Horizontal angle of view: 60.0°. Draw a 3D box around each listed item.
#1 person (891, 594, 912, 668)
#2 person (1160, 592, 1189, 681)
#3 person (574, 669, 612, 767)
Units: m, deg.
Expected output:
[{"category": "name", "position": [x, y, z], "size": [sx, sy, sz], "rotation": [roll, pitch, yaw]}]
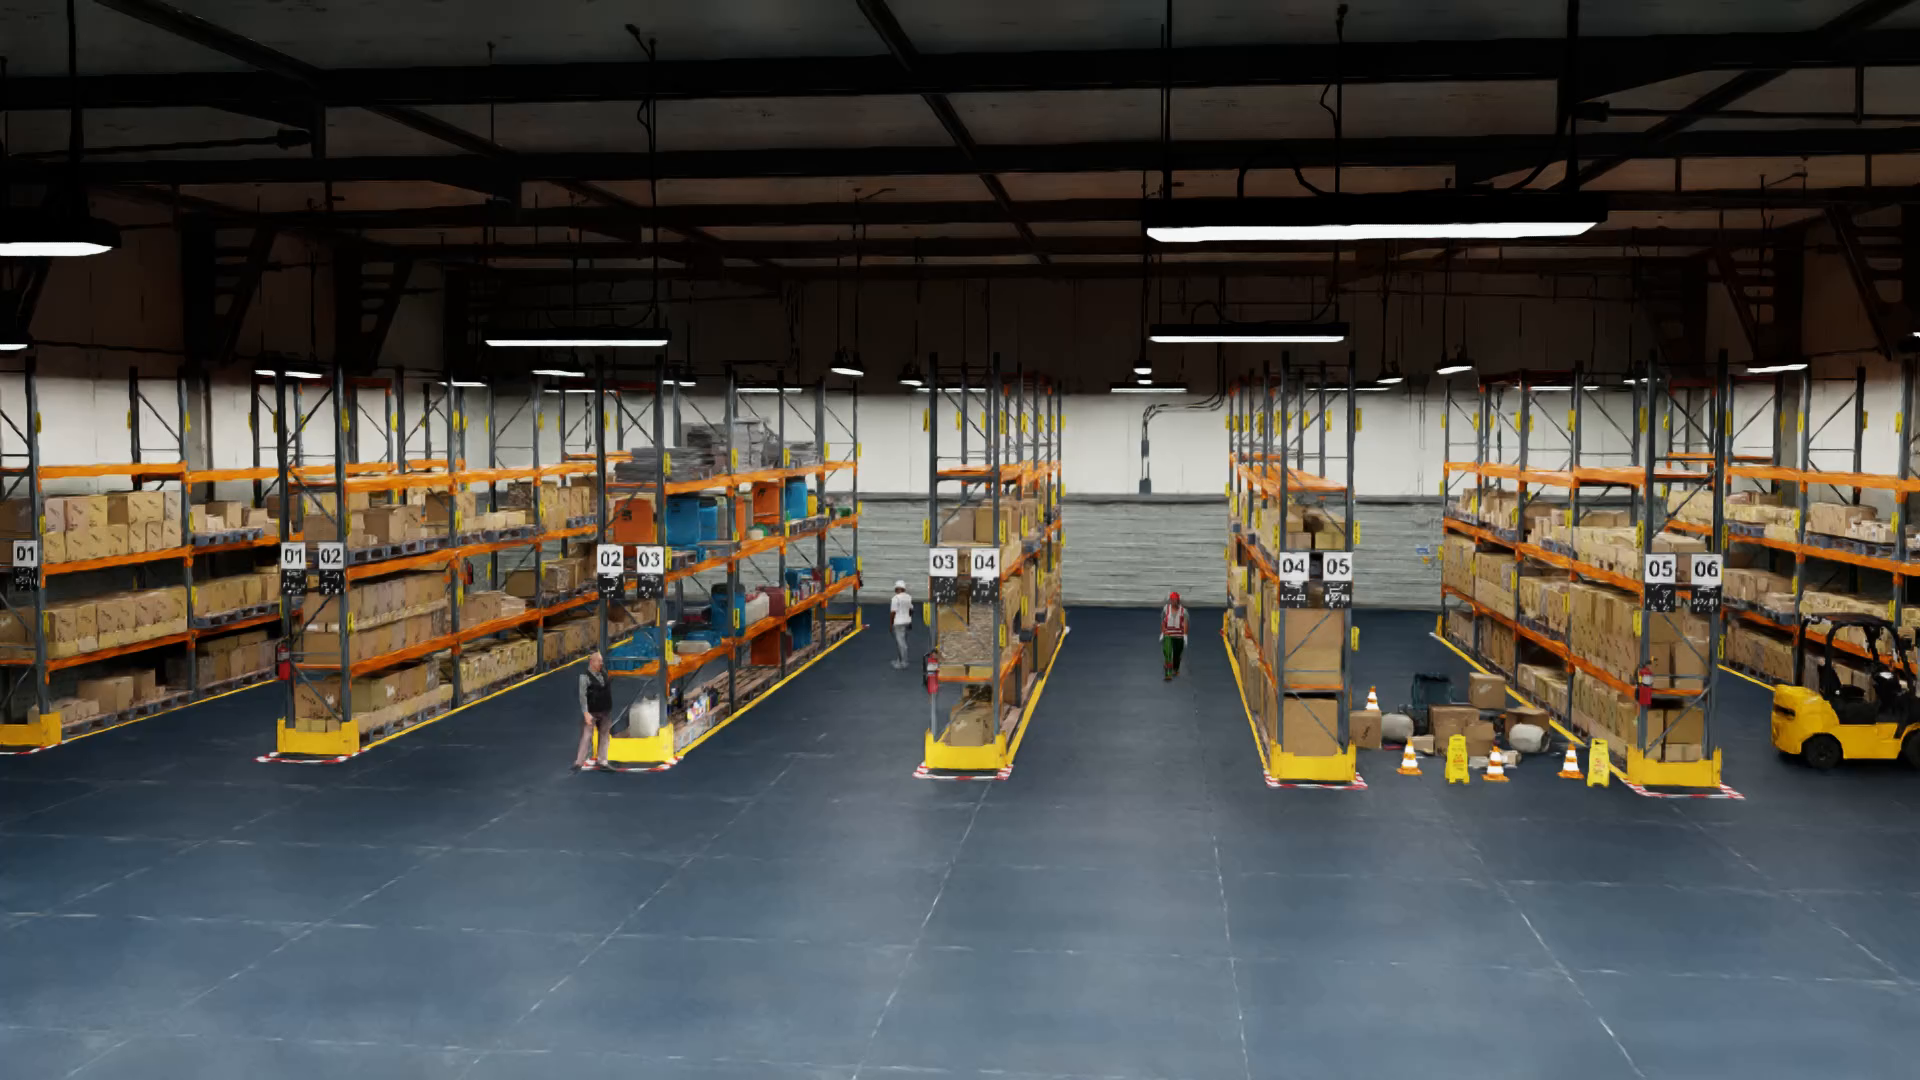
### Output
[{"category": "person", "position": [-1.272, 1.843, 33.940], "size": [0.574, 1.488, 0.516], "rotation": [3, 5, 33]}, {"category": "person", "position": [4.168, 1.849, 32.302], "size": [0.550, 1.709, 1.124], "rotation": [0, 4, 4]}, {"category": "person", "position": [-5.232, 2.550, 23.761], "size": [0.442, 1.435, 0.493], "rotation": [3, 5, 40]}]
